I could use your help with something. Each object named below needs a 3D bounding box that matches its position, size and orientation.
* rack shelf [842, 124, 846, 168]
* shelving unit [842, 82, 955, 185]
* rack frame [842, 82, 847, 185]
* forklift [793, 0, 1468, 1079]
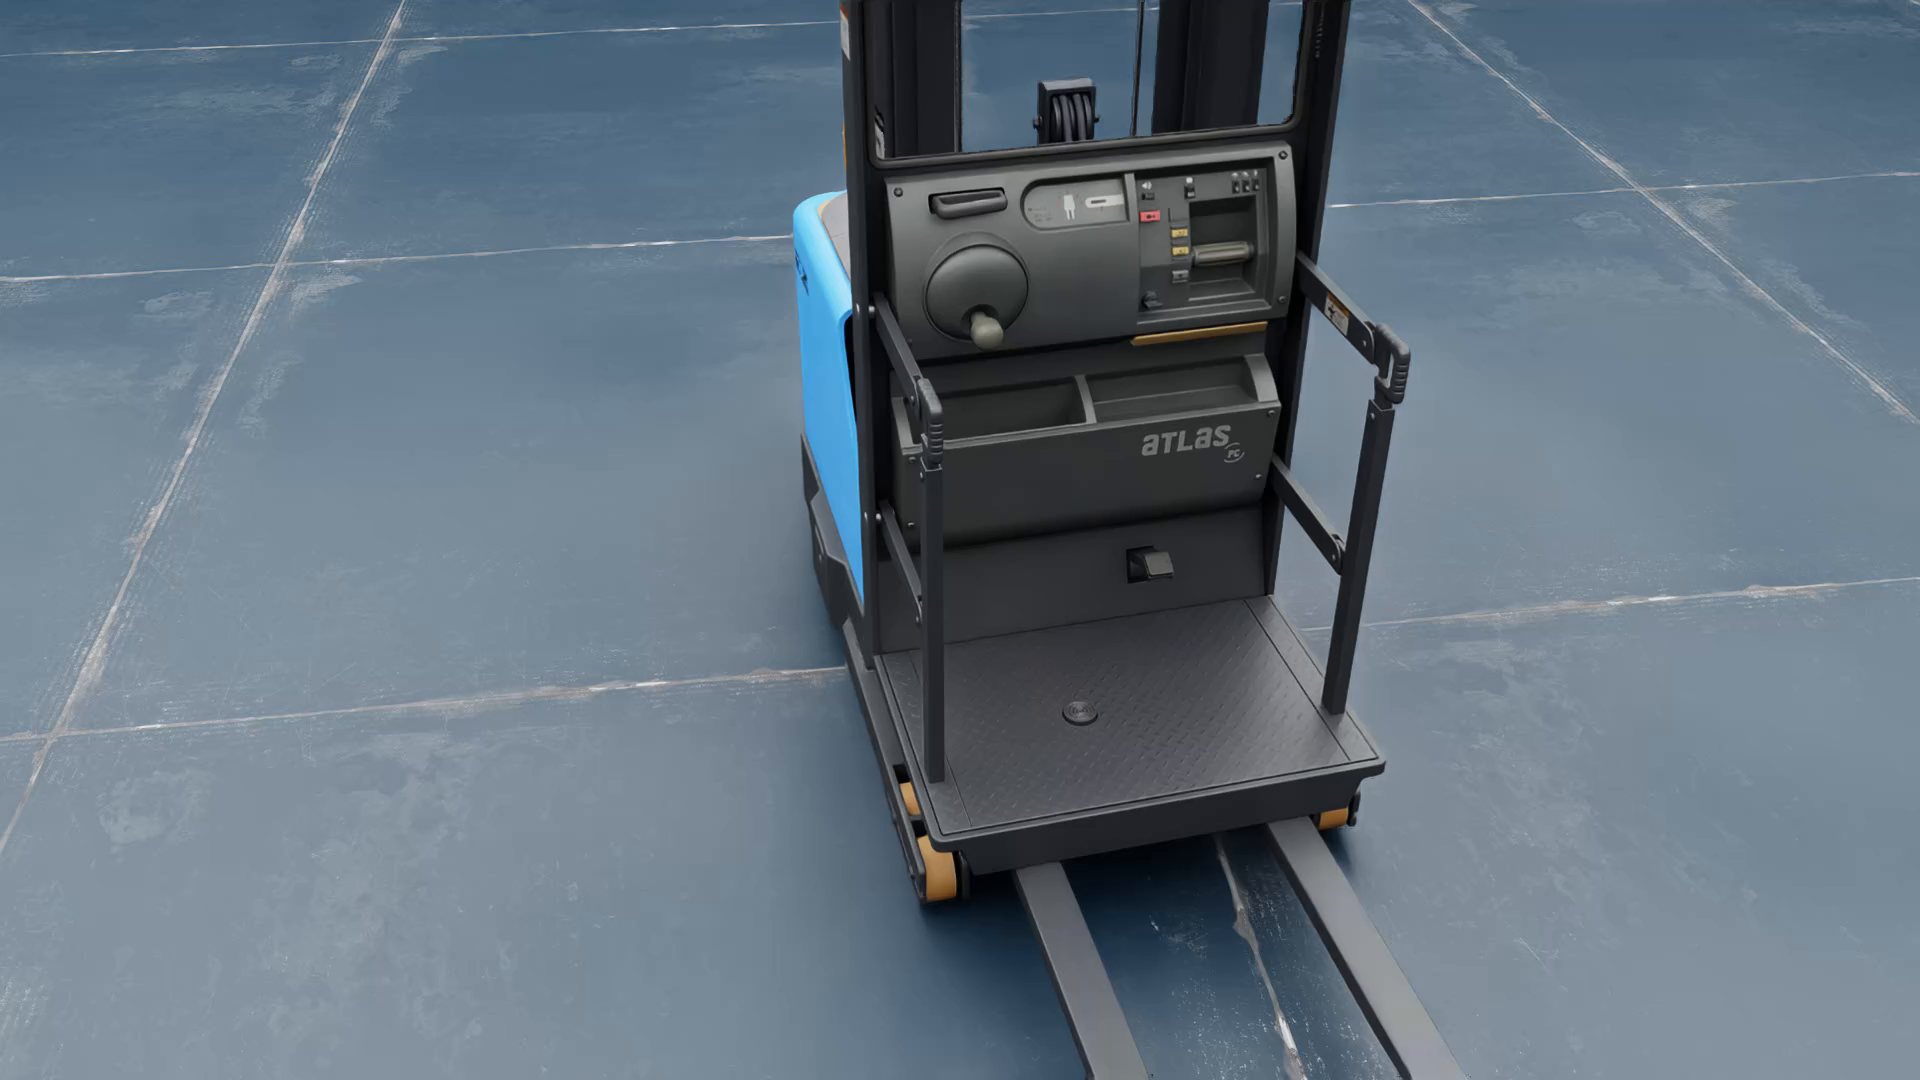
[{"bbox_3d":[-0.193,-1.151,5.176,0.258,0.148,0.480,-8,35,-12],"label":"rack shelf"},{"bbox_3d":[-0.193,-0.827,5.398,0.258,1.200,0.503,-8,35,-12],"label":"shelving unit"},{"bbox_3d":[-0.253,-0.960,5.593,0.240,1.200,0.015,-8,35,-12],"label":"rack frame"},{"bbox_3d":[0.356,-0.586,3.508,1.130,2.935,3.031,-8,35,-12],"label":"forklift"}]
